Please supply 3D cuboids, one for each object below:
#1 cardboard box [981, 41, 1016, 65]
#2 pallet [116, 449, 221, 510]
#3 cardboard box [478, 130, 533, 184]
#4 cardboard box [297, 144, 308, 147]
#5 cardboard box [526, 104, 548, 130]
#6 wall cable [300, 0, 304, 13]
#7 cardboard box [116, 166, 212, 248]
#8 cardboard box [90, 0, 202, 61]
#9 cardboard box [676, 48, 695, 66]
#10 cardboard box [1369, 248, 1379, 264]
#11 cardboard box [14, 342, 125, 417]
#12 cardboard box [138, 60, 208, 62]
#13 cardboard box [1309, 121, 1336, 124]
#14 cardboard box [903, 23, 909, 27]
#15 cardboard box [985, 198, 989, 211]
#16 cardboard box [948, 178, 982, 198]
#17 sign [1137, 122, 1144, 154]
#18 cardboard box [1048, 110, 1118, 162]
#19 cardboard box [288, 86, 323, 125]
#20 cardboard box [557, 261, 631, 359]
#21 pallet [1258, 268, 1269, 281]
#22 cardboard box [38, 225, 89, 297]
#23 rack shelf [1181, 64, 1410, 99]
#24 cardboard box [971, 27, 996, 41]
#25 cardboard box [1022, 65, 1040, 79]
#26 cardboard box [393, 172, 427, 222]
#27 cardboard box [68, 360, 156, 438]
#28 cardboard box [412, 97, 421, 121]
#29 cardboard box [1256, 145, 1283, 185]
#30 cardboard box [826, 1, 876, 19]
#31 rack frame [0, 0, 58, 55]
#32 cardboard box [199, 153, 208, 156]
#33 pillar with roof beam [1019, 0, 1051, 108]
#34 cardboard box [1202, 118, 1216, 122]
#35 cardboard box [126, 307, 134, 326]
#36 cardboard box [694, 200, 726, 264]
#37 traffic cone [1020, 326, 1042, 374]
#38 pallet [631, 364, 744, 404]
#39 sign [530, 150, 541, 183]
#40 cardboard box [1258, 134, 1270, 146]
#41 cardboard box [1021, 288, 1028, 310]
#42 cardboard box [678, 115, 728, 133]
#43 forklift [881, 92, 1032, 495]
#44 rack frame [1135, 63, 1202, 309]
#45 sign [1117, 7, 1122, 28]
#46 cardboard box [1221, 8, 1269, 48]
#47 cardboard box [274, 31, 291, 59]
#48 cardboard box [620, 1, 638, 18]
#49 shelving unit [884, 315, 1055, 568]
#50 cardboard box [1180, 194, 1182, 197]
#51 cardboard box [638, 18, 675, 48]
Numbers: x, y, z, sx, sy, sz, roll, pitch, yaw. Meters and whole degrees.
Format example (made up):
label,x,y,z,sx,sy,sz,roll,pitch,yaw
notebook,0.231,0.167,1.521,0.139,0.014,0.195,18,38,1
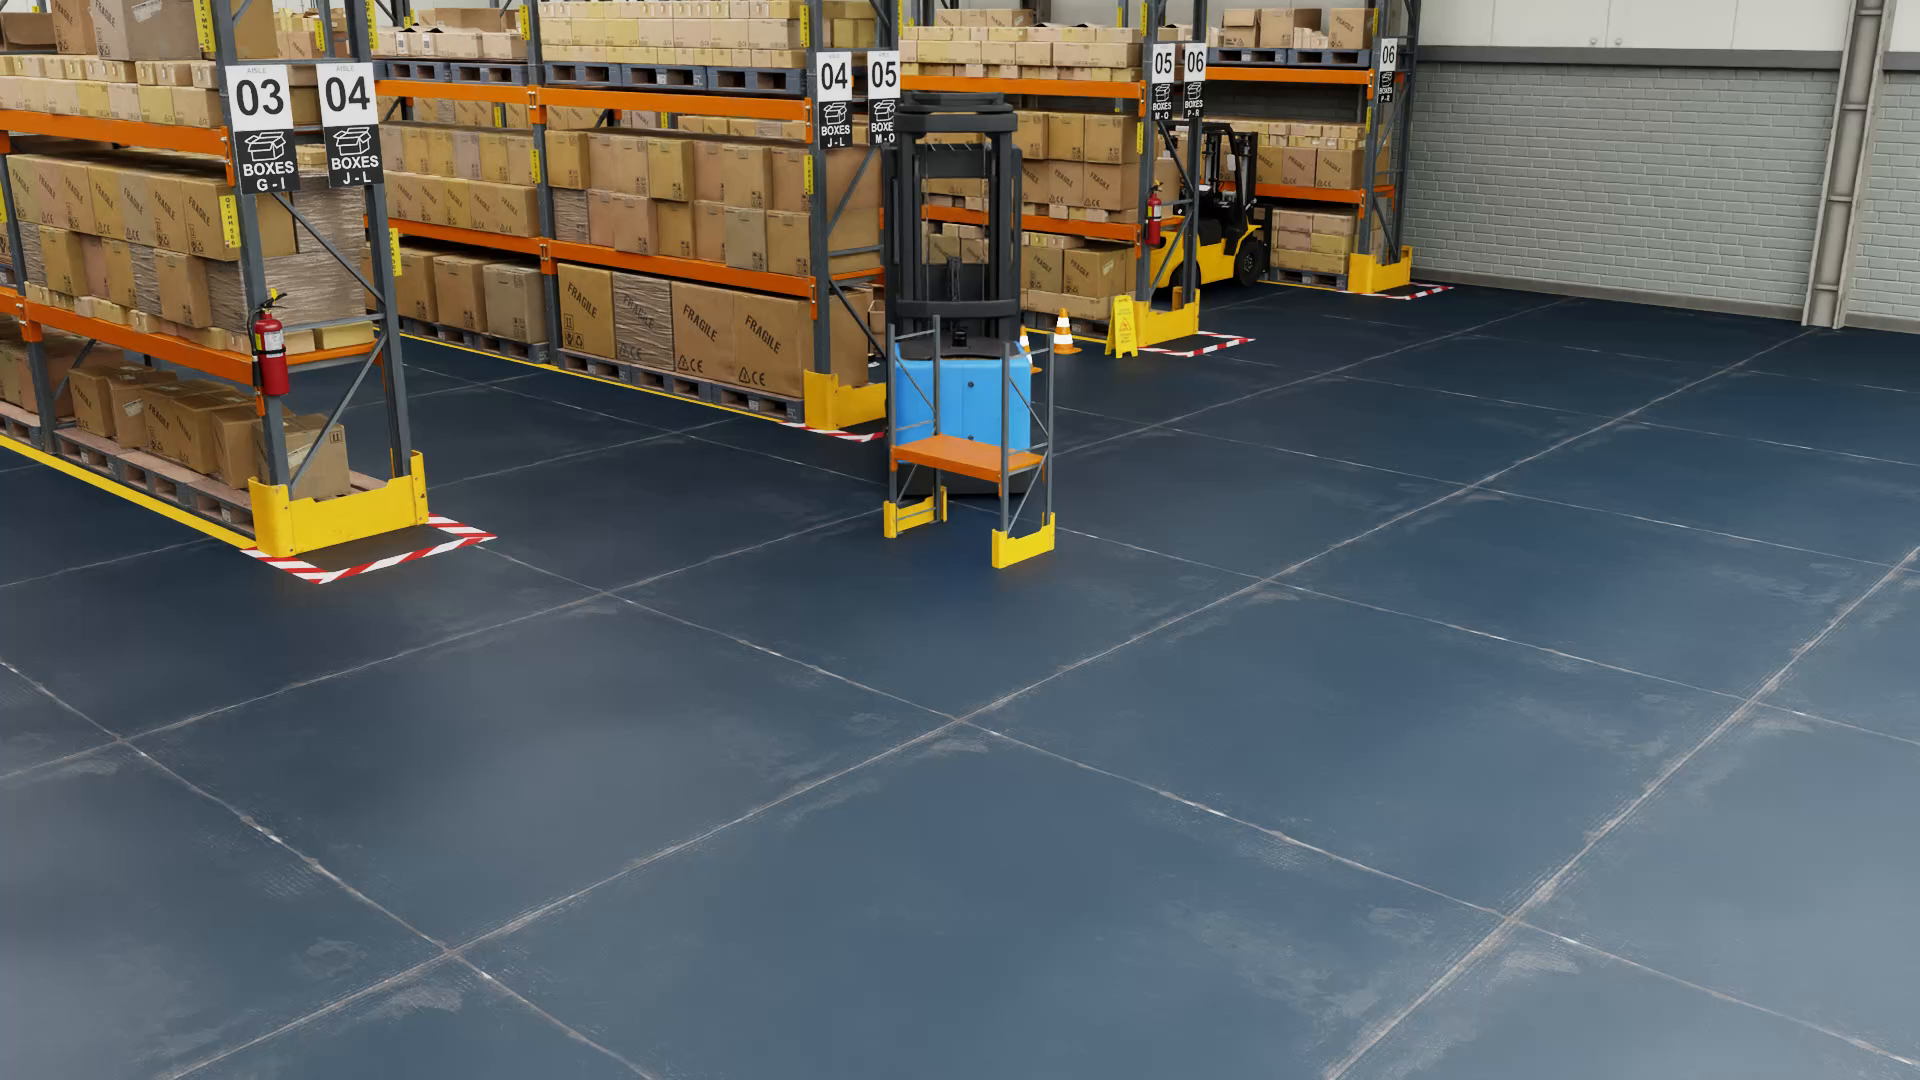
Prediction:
label,x,y,z,sx,sy,sz,roll,pitch,yaw
cardboard box,0.592,-5.542,18.912,0.500,0.250,0.500,15,23,40
pallet,-5.828,-0.555,13.011,1.213,0.211,1.003,15,23,39
cardboard box,-4.664,-4.083,17.700,0.500,0.500,0.700,15,23,38
cardboard box,-8.095,-4.925,20.909,0.250,0.149,0.380,16,24,41
cardboard box,-6.139,-6.379,24.935,0.500,0.500,0.500,15,23,39
wall cable,-13.608,-11.015,31.443,0.029,3.000,2.355,15,23,39
cardboard box,-5.604,-2.373,11.821,0.500,0.500,0.500,15,23,39
cardboard box,-5.606,-3.564,11.441,0.500,0.500,0.500,15,23,39
cardboard box,-2.334,-4.358,14.981,0.250,0.149,0.380,15,23,40
cardboard box,5.354,-3.851,22.639,0.500,0.250,0.500,15,23,39
cardboard box,-7.715,-1.402,14.476,0.500,0.500,0.700,13,22,35
cardboard box,-5.393,-3.218,11.422,0.250,0.149,0.380,15,23,40
cardboard box,4.927,-5.596,22.556,0.250,0.149,0.380,15,23,40
cardboard box,-0.846,-8.117,26.368,0.250,0.149,0.380,16,24,41
cardboard box,0.488,-3.939,19.480,0.250,0.149,0.380,15,23,39
cardboard box,0.210,-4.337,19.661,0.500,0.500,0.500,15,23,39
sign,1.916,-4.276,17.689,0.005,0.325,0.100,15,23,39
cardboard box,1.399,-4.517,18.577,0.500,0.500,0.700,15,23,40
cardboard box,-4.467,-2.966,11.288,0.500,0.250,0.500,16,24,41
cardboard box,-3.478,-2.403,17.043,0.875,0.875,0.875,15,23,40
pallet,4.083,-3.879,23.484,1.213,0.211,1.003,15,23,39
cardboard box,-6.624,-2.233,13.030,0.500,0.500,0.875,15,23,39
rack shelf,4.096,-6.307,22.756,4.000,0.370,1.077,15,23,39
cardboard box,0.337,-5.802,19.072,0.250,0.149,0.380,15,23,38
cardboard box,0.908,-5.277,18.736,0.250,0.149,0.380,14,22,38
cardboard box,-5.978,-3.854,18.633,0.500,0.500,0.500,15,23,39
cardboard box,-6.997,-1.175,13.794,0.500,0.500,0.500,14,22,38
cardboard box,-8.716,-7.067,27.103,0.500,0.500,0.500,15,23,39
cardboard box,4.284,-5.115,22.604,0.500,0.500,0.500,14,23,38
cardboard box,-0.949,-4.631,14.525,0.250,0.149,0.380,15,23,40
rack frame,-7.270,-5.115,12.853,0.127,3.000,1.000,15,23,39
cardboard box,-9.508,-4.900,21.321,0.250,0.149,0.380,16,23,41
pillar with roof beam,-1.676,-8.252,22.739,0.400,9.000,9.100,15,23,39
cardboard box,3.430,-5.787,23.158,0.250,0.149,0.380,15,23,38
cardboard box,-5.961,-1.687,12.383,0.250,0.149,0.380,15,23,39
cardboard box,-1.979,-2.937,15.658,0.550,0.550,0.875,15,23,39
traffic cone,0.639,-1.961,17.025,0.334,0.463,0.336,15,23,39
pallet,-2.469,-1.613,16.346,1.213,0.211,1.003,15,23,39
sign,-4.255,-3.747,16.677,0.005,0.325,0.100,15,23,39
cardboard box,4.171,-5.434,22.536,0.250,0.149,0.380,15,23,40
cardboard box,0.739,-2.895,19.627,0.500,0.250,0.500,14,22,37
cardboard box,-3.501,-5.548,22.783,0.500,0.500,0.500,14,22,38
forklift,-0.075,-2.129,13.476,1.130,2.935,3.031,-1,18,-4
rack frame,2.300,-3.695,18.295,0.127,3.000,1.000,15,23,39
sign,2.247,-7.323,23.394,0.005,0.325,0.100,15,23,39
cardboard box,3.987,-6.933,22.511,0.637,0.503,0.797,16,24,41
cardboard box,-7.872,-5.793,19.782,0.500,0.500,0.500,15,23,39
cardboard box,-2.903,-4.890,15.341,0.250,0.149,0.380,15,23,39
shelving unit,0.057,-0.700,11.337,1.083,1.500,0.587,15,23,39
cardboard box,3.096,-4.933,24.394,0.500,0.250,0.500,16,23,40
cardboard box,-2.587,-4.640,15.212,0.500,0.250,0.500,15,23,40
